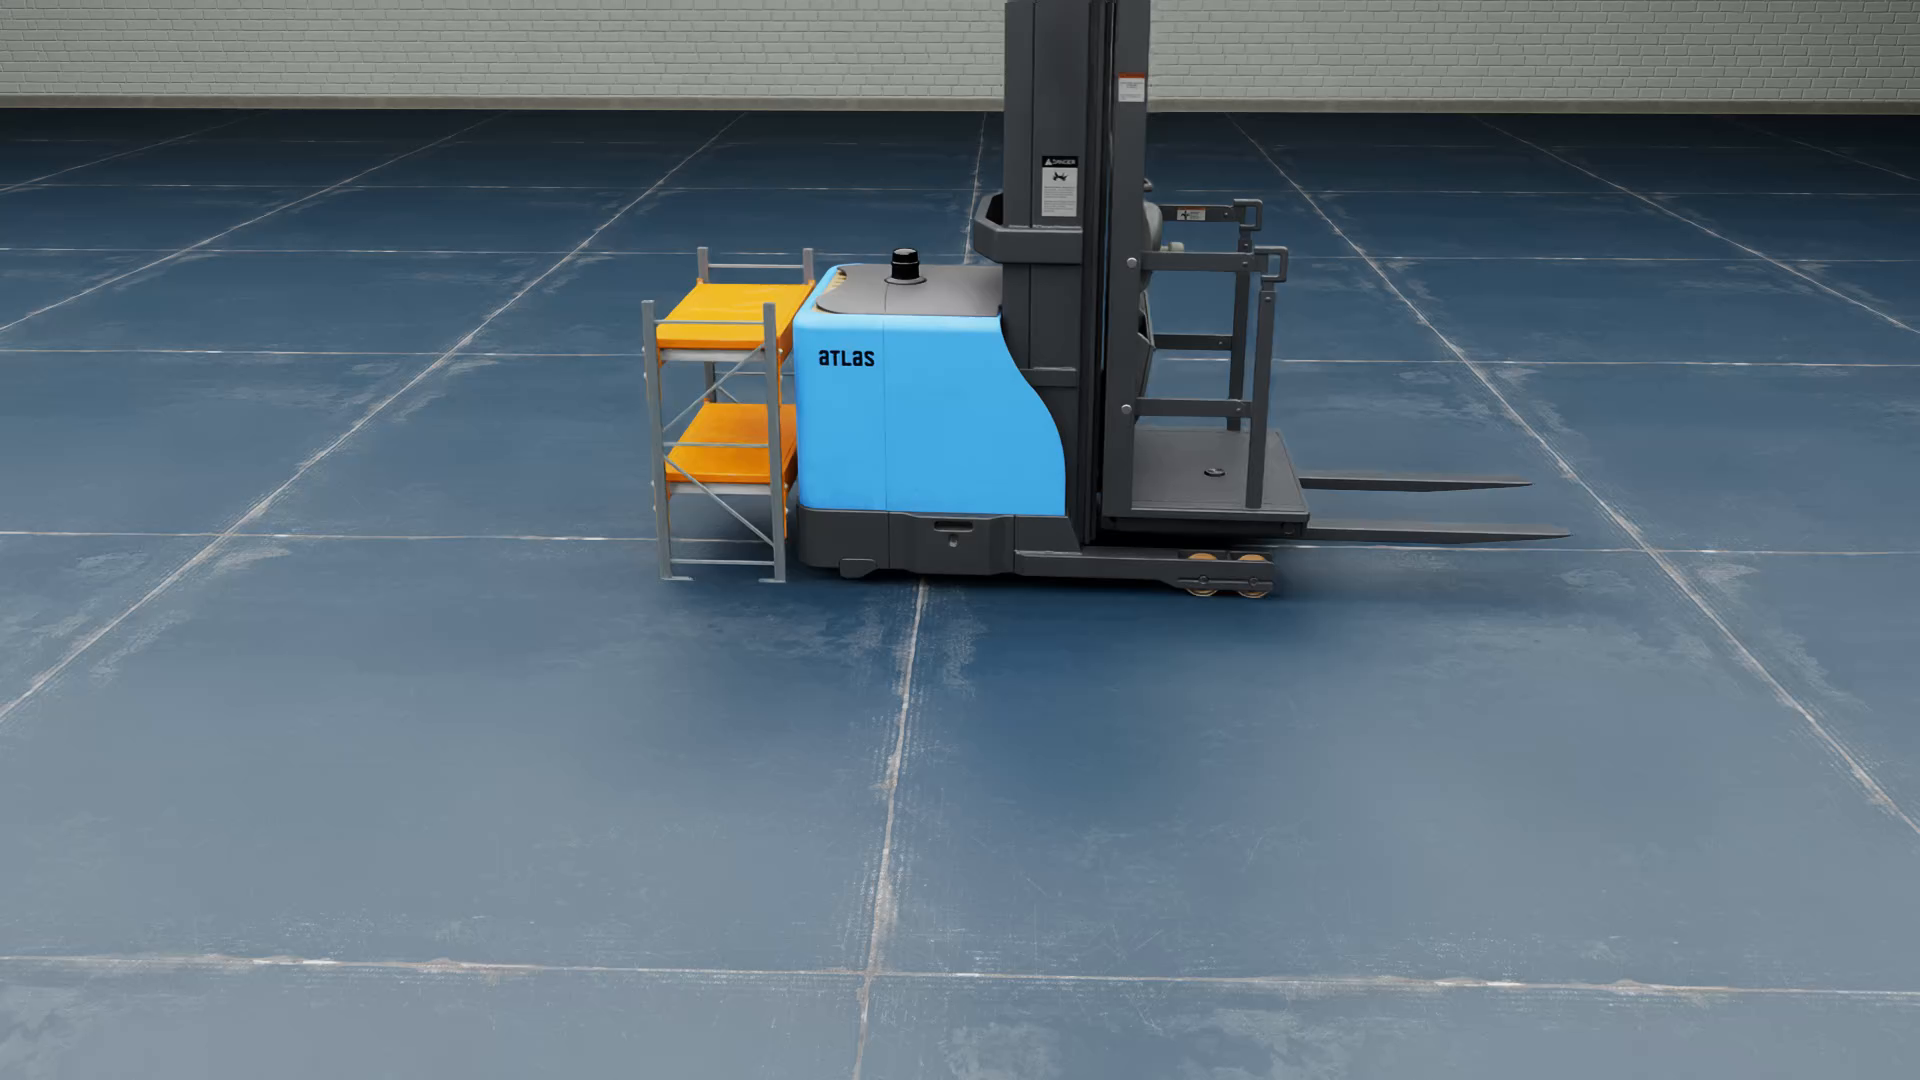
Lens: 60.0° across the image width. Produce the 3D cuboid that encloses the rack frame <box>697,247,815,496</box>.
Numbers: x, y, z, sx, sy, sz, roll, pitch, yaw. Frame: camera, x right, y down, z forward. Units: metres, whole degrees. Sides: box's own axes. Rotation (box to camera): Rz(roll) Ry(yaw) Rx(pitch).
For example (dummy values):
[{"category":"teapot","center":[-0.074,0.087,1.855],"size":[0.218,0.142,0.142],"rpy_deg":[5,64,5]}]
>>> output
[{"category":"rack frame","center":[-0.880,-0.731,7.358],"size":[0.500,1.125,0.032],"rpy_deg":[1,21,3]}]

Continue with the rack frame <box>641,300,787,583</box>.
[{"category":"rack frame","center":[-0.940,-0.364,6.412],"size":[0.500,1.125,0.032],"rpy_deg":[1,21,3]}]

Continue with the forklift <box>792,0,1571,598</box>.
[{"category":"forklift","center":[0.894,-1.341,6.434],"size":[3.031,2.935,1.130],"rpy_deg":[2,21,4]}]

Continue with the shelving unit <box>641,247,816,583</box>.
[{"category":"shelving unit","center":[-0.910,-0.548,6.885],"size":[0.538,1.125,1.048],"rpy_deg":[1,21,3]}]

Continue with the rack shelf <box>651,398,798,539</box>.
[{"category":"rack shelf","center":[-0.910,-0.320,6.973],"size":[0.538,0.278,1.000],"rpy_deg":[1,21,3]}]

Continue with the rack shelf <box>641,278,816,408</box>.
[{"category":"rack shelf","center":[-0.910,-0.820,6.779],"size":[0.538,0.278,1.000],"rpy_deg":[1,21,3]}]
